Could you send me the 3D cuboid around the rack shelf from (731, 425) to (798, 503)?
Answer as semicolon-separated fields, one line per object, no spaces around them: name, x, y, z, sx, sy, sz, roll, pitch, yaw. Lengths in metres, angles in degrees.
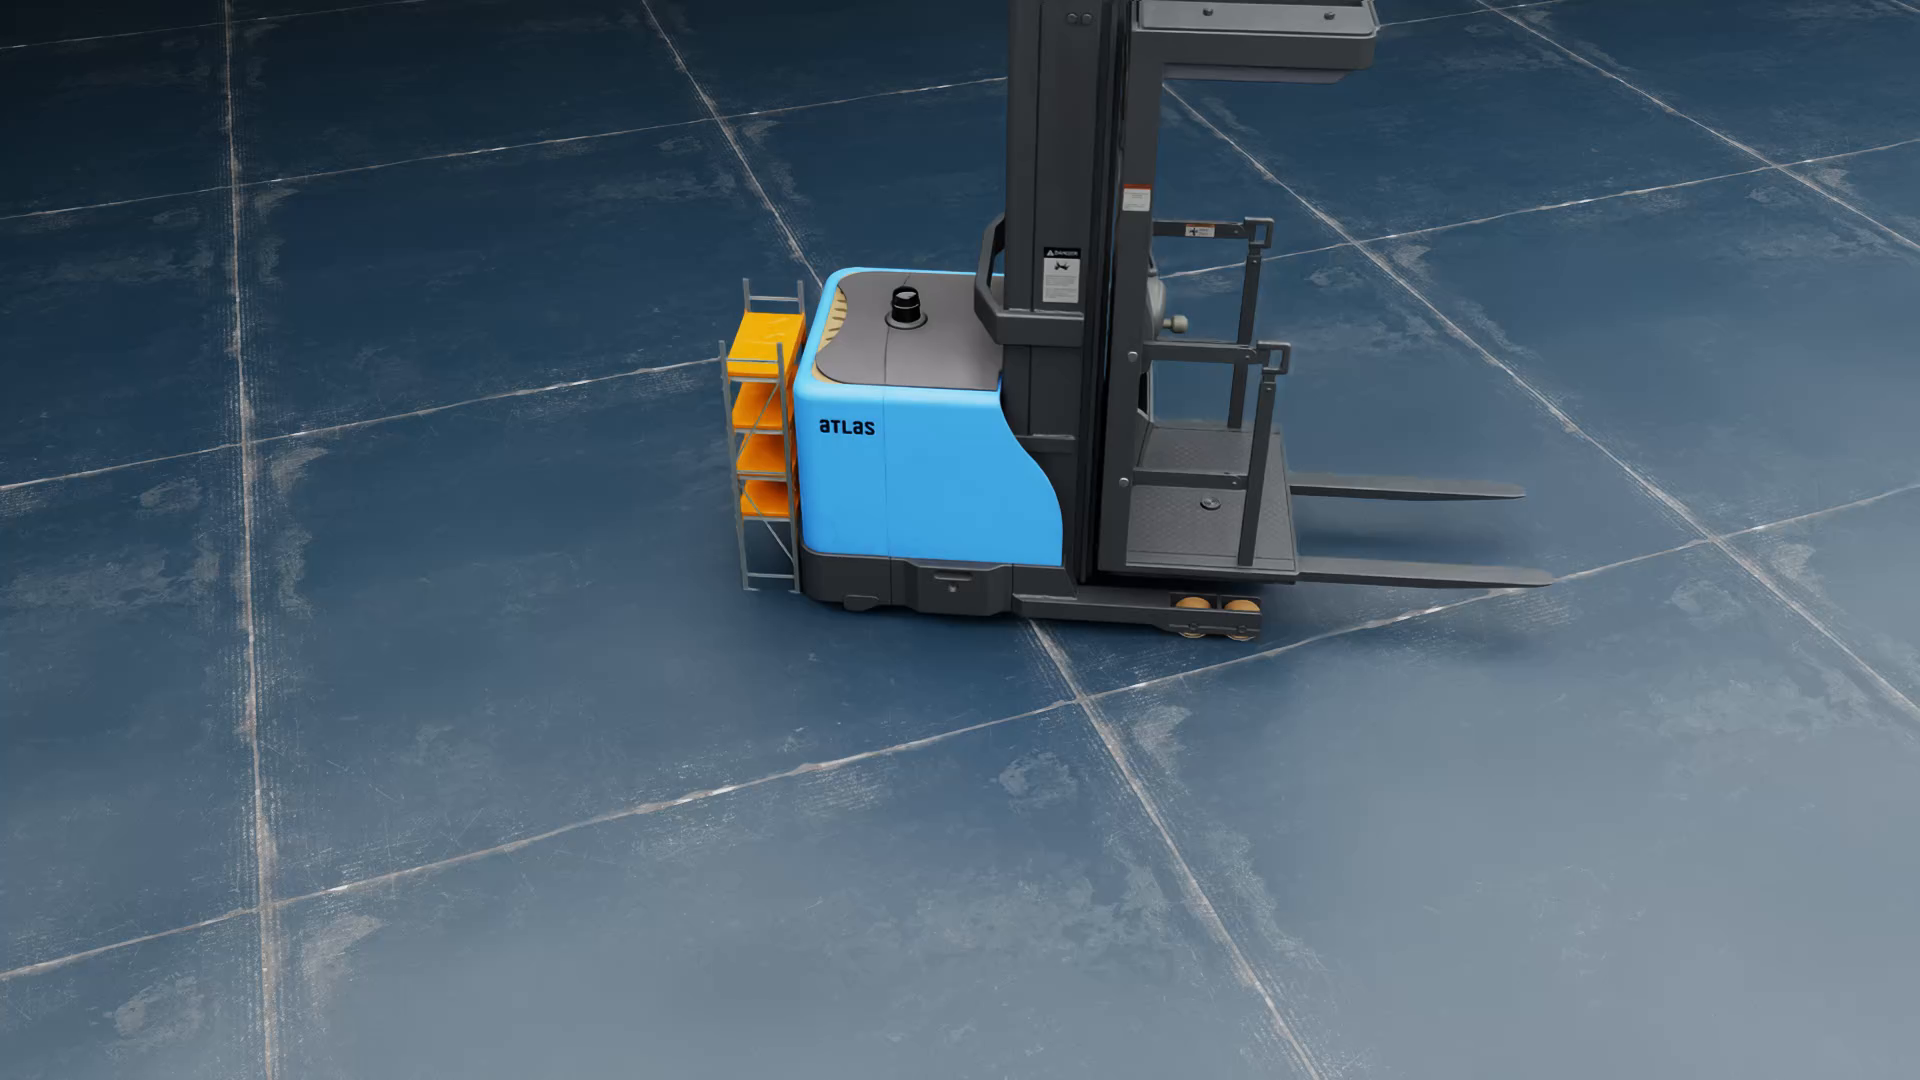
rack shelf;-0.767;-0.357;6.839;0.258;0.148;0.480;3;37;4

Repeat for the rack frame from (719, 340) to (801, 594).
rack frame;-0.787;-0.265;6.604;0.240;1.200;0.015;3;37;4

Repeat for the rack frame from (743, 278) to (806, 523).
rack frame;-0.747;-0.558;6.993;0.240;1.200;0.015;3;37;4

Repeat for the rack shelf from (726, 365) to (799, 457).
rack shelf;-0.767;-0.536;6.705;0.258;0.148;0.480;3;37;4

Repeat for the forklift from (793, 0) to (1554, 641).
forklift;0.898;-1.101;6.275;3.031;2.935;1.130;3;37;4

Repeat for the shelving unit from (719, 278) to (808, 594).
shelving unit;-0.767;-0.411;6.799;0.258;1.200;0.503;3;37;4

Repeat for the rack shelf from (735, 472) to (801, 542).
rack shelf;-0.767;-0.199;6.959;0.258;0.148;0.480;3;37;4

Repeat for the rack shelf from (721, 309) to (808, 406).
rack shelf;-0.767;-0.725;6.562;0.258;0.148;0.480;3;37;4
